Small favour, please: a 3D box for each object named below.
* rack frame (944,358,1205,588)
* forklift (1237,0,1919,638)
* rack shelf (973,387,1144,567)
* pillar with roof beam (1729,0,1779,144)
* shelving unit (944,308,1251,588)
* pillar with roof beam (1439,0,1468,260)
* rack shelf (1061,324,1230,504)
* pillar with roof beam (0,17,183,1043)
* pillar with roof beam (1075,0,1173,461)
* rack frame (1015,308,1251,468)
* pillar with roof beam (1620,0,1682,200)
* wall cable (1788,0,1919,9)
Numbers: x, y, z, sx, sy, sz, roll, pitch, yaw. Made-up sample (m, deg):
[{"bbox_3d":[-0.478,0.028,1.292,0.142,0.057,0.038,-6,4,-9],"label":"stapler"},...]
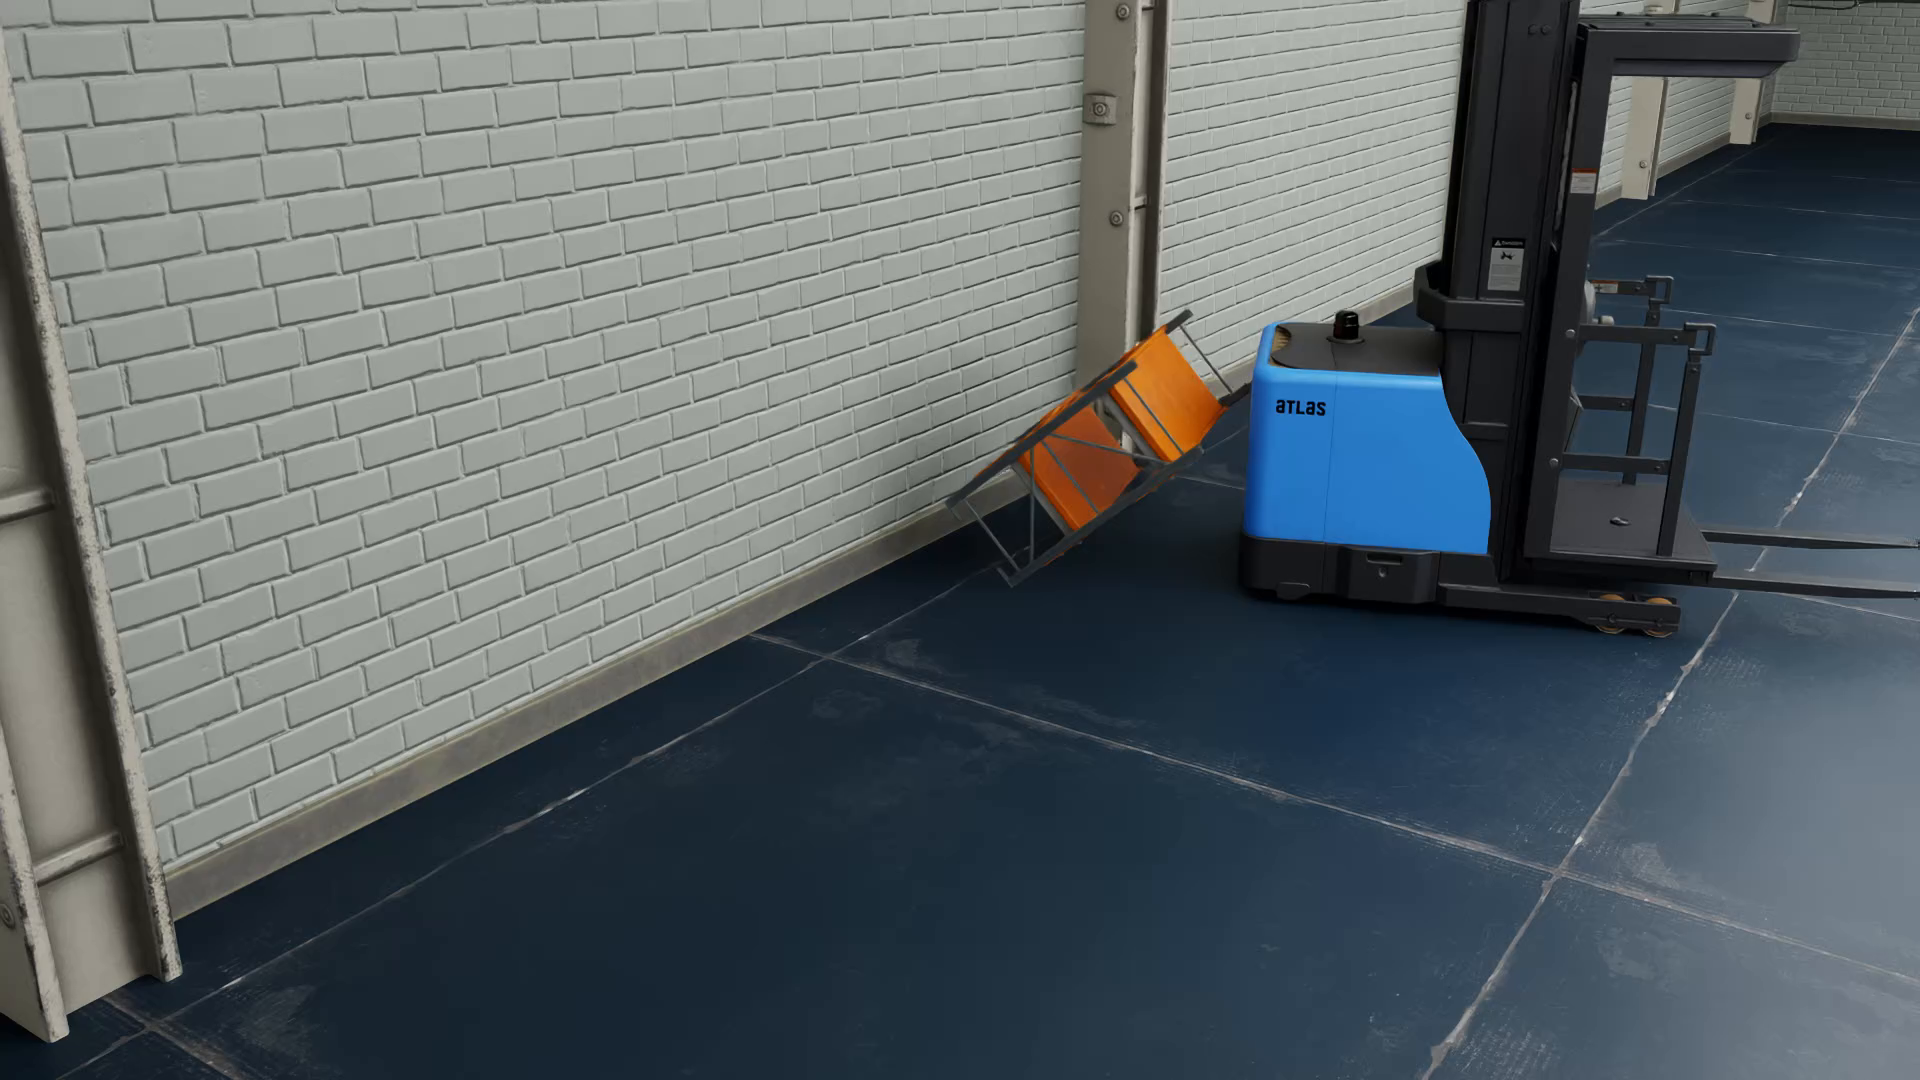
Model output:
[{"bbox_3d":[0.483,-0.275,7.306,1.125,0.500,0.032,-36,3,29],"label":"rack frame"},{"bbox_3d":[2.833,-1.159,7.173,3.031,2.935,1.130,4,21,12],"label":"forklift"},{"bbox_3d":[0.487,-0.316,7.869,0.278,0.538,1.000,-36,3,29],"label":"rack shelf"},{"bbox_3d":[14.550,-8.977,19.563,9.100,9.000,0.400,13,24,32],"label":"pillar with roof beam"},{"bbox_3d":[0.660,-0.444,7.751,1.125,0.538,1.048,-36,3,29],"label":"shelving unit"},{"bbox_3d":[7.804,-5.534,10.255,9.100,9.000,0.400,13,24,32],"label":"pillar with roof beam"},{"bbox_3d":[0.867,-0.596,7.611,0.278,0.538,1.000,-36,3,29],"label":"rack shelf"},{"bbox_3d":[1.059,-2.091,0.947,9.100,9.000,0.400,13,24,32],"label":"pillar with roof beam"},{"bbox_3d":[4.431,-3.813,5.601,9.100,9.000,0.400,13,24,32],"label":"pillar with roof beam"},{"bbox_3d":[0.837,-0.613,8.197,1.125,0.500,0.032,-36,3,29],"label":"rack frame"},{"bbox_3d":[11.177,-7.256,14.909,9.100,9.000,0.400,13,24,32],"label":"pillar with roof beam"},{"bbox_3d":[13.739,-8.948,23.959,3.097,2.526,0.112,13,24,32],"label":"wall cable"}]
